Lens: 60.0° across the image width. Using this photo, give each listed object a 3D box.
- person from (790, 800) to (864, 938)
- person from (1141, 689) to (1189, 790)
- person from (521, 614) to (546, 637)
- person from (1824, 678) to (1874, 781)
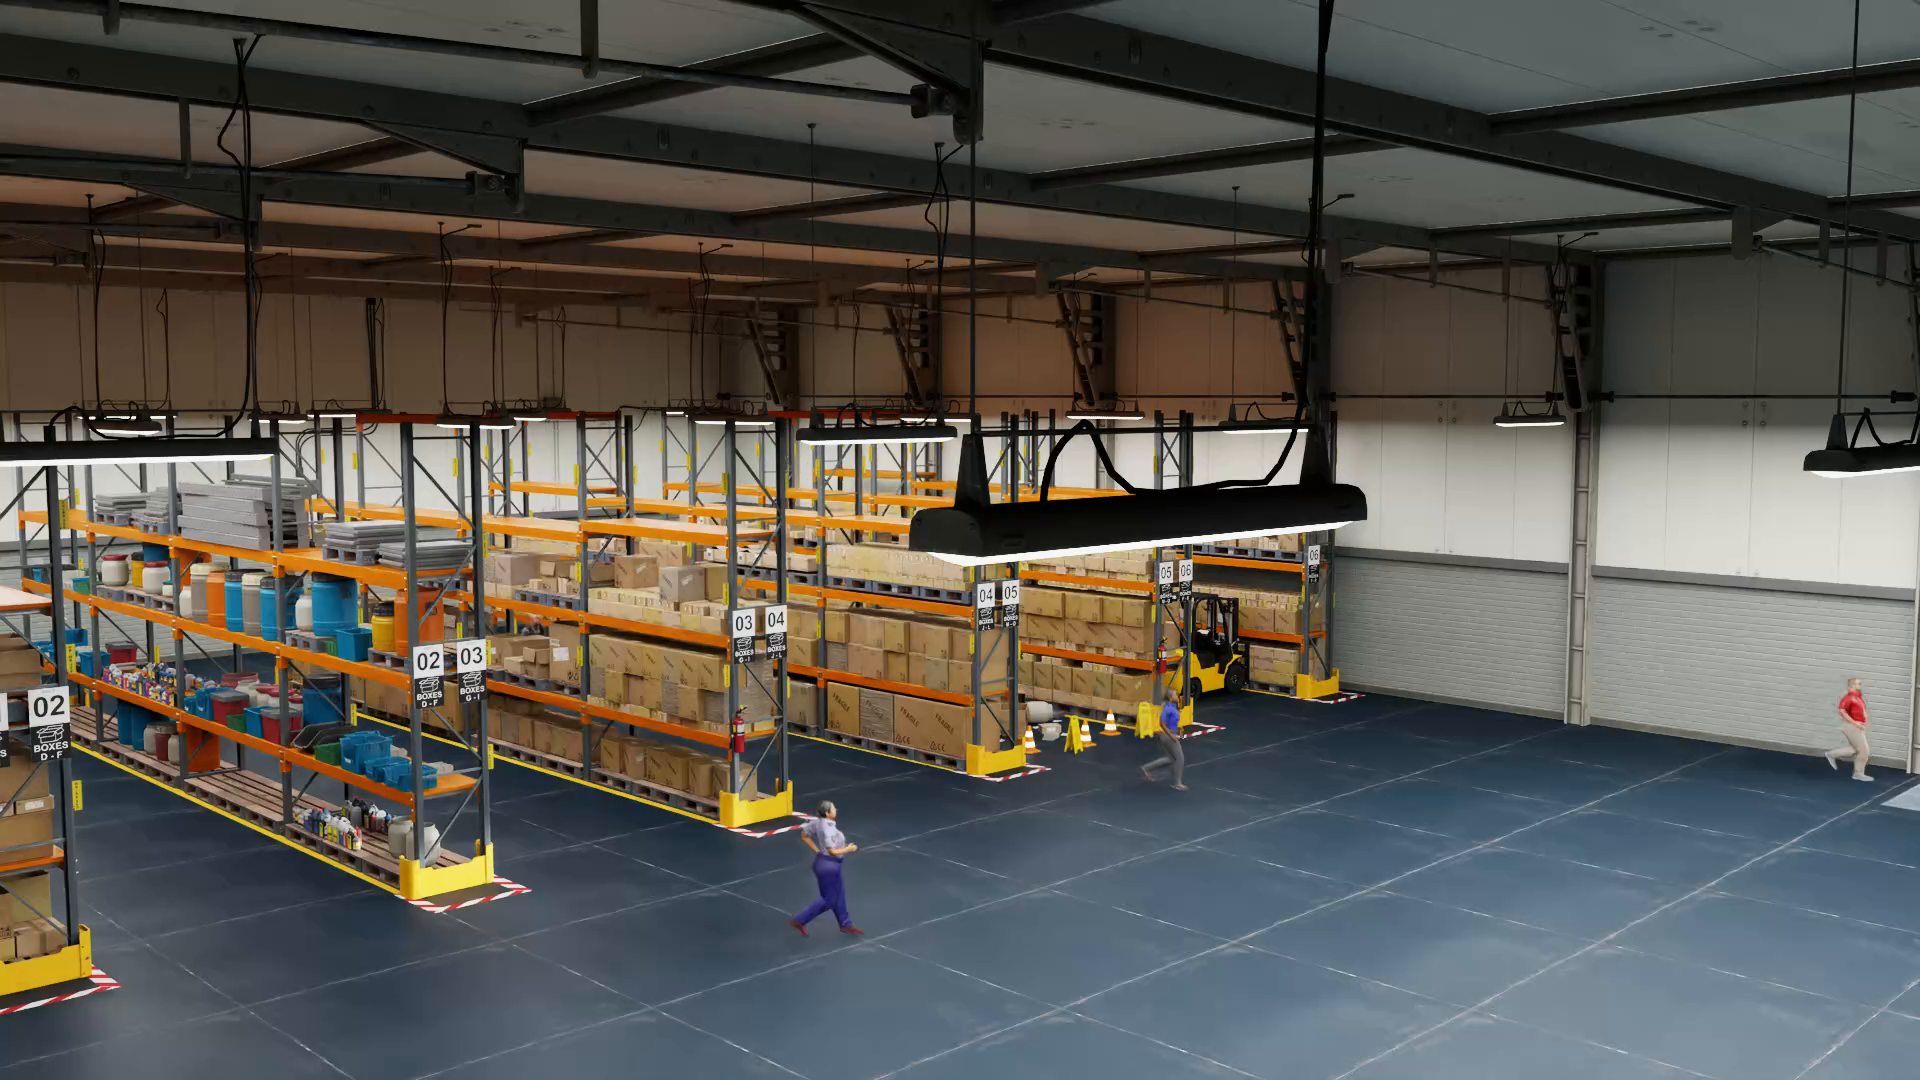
[{"bbox_3d":[-1.526,3.824,19.272,0.888,1.647,0.606,-2,5,-20],"label":"person"},{"bbox_3d":[3.306,3.206,26.793,0.763,1.642,0.586,0,5,4],"label":"person"},{"bbox_3d":[-9.177,2.419,35.717,0.688,1.690,0.684,4,6,40],"label":"person"},{"bbox_3d":[14.687,3.101,27.429,0.770,1.684,0.682,4,6,38],"label":"person"}]
